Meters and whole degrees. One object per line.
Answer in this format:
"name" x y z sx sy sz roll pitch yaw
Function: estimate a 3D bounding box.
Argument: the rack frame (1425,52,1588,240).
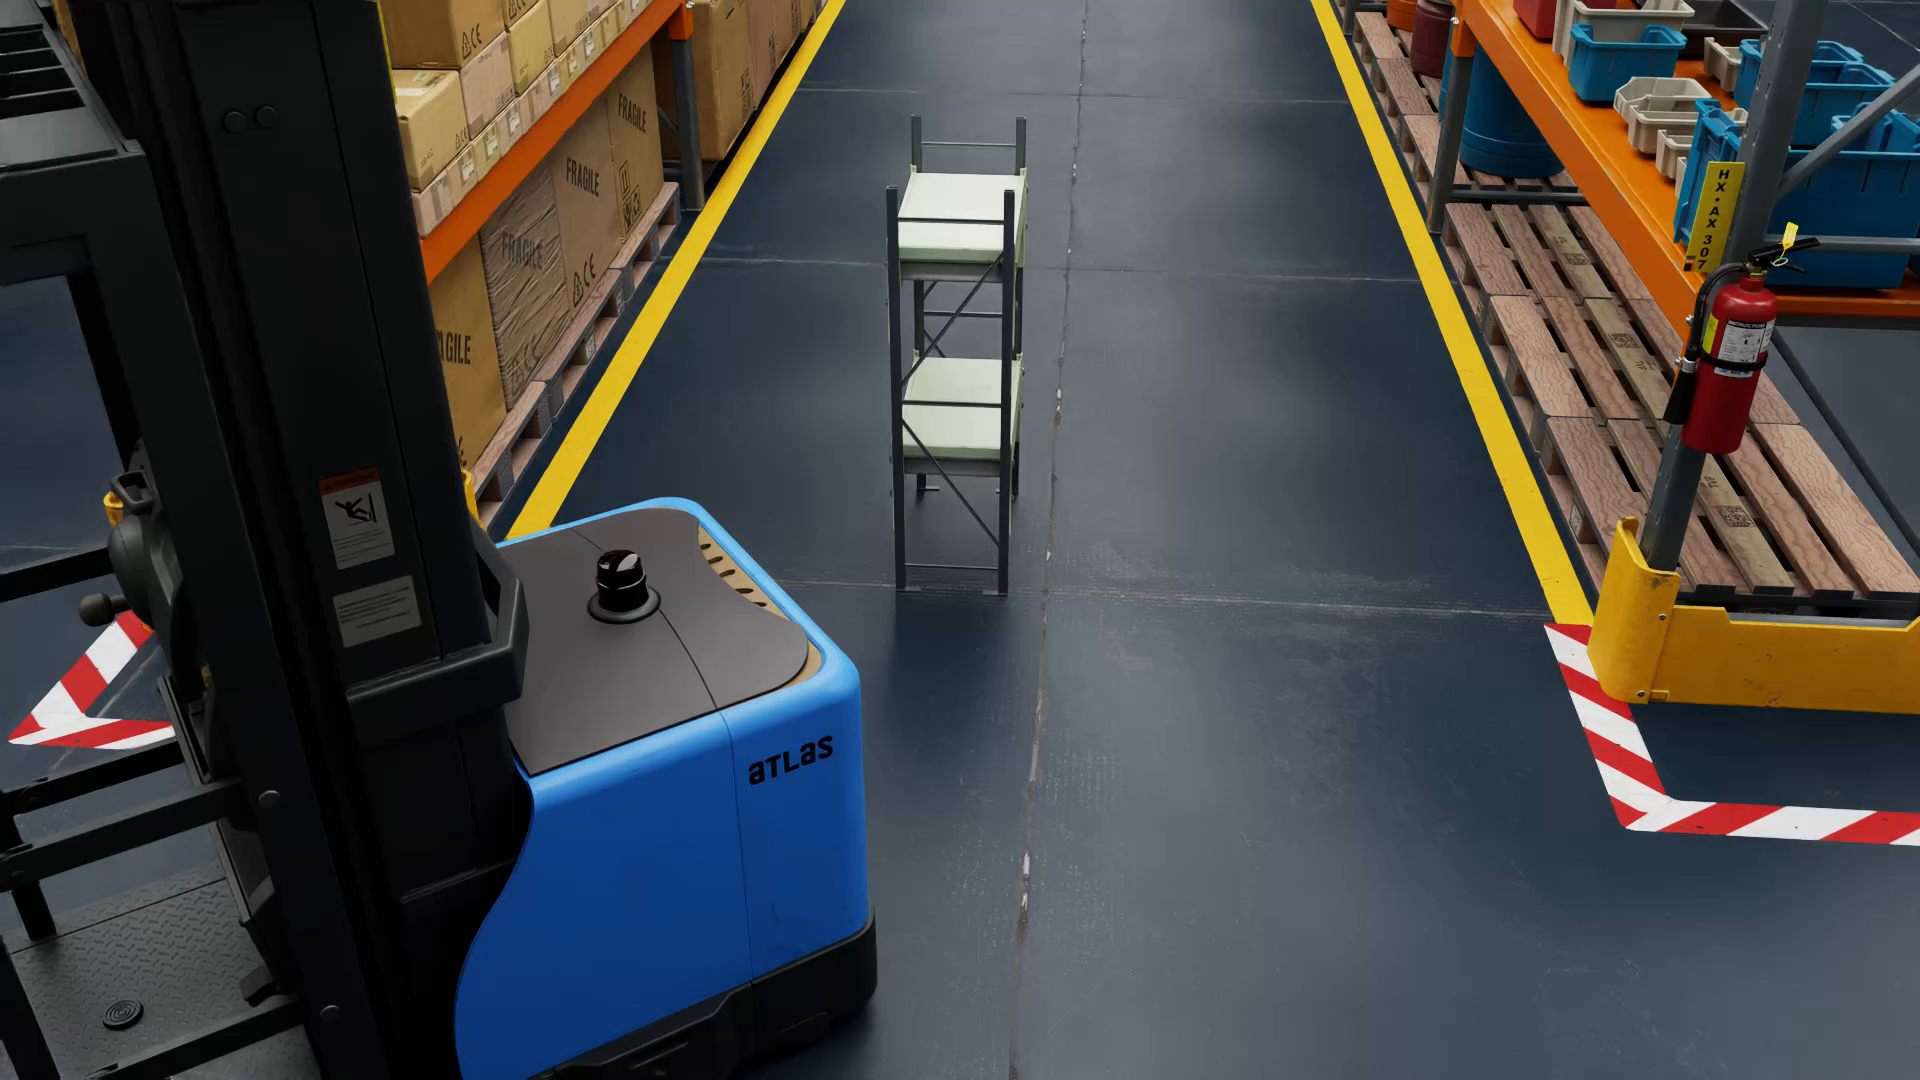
"rack frame" 3.013 -2.920 8.130 1.000 3.000 0.127 2 32 4

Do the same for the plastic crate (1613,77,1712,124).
"plastic crate" 2.615 -1.629 6.229 0.298 0.136 0.250 2 32 4

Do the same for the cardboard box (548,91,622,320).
"cardboard box" -2.130 -1.594 7.602 0.875 0.875 0.875 2 32 4

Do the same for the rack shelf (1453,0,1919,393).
"rack shelf" 2.850 -1.568 6.621 1.077 0.370 4.000 2 32 4

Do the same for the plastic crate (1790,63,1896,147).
"plastic crate" 3.143 -1.587 6.068 0.416 0.233 0.300 2 32 4

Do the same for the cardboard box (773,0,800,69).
"cardboard box" -1.755 -3.672 10.974 1.225 0.875 0.875 3 32 4

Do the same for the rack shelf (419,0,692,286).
"rack shelf" -2.086 -1.780 6.965 1.077 0.370 4.000 2 32 4

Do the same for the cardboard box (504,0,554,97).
"cardboard box" -1.861 -1.877 6.297 0.500 0.250 0.500 1 32 2

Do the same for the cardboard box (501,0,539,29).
"cardboard box" -1.864 -2.194 6.096 0.500 0.500 0.500 2 32 3

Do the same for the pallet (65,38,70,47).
"pallet" -6.700 -3.256 11.333 1.003 0.211 1.213 2 32 4

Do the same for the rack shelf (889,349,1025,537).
"rack shelf" 0.001 -0.364 6.033 0.431 0.370 0.720 2 32 4

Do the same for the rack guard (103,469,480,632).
"rack guard" -2.251 0.036 5.714 1.175 0.500 0.348 2 32 4

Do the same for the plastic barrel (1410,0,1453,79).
"plastic barrel" 3.224 -3.317 10.672 0.600 0.588 0.708 2 32 4

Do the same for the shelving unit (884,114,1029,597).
"shelving unit" 0.001 -0.642 5.862 0.431 1.500 0.755 2 32 4

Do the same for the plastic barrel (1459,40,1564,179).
"plastic barrel" 3.074 -2.490 9.031 0.600 0.901 0.708 2 32 4

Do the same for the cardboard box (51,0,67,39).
"cardboard box" -6.399 -3.699 11.376 0.500 0.500 0.500 1 32 2

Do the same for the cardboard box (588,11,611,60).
"cardboard box" -1.726 -2.180 7.167 0.380 0.149 0.250 2 32 3

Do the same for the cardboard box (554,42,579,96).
"cardboard box" -1.767 -1.909 6.729 0.380 0.149 0.250 2 32 3

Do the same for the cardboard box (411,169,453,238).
"cardboard box" -1.891 -1.105 5.423 0.380 0.149 0.250 3 32 5

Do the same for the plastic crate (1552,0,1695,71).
"plastic crate" 2.705 -2.105 6.862 0.437 0.282 0.530 2 32 4

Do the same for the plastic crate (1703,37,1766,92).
"plastic crate" 3.171 -1.910 6.685 0.293 0.136 0.466 2 32 4

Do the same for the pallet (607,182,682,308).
"pallet" -2.063 -1.551 8.565 1.003 0.211 1.213 2 32 4

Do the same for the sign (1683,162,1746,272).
"sign" 2.138 -0.913 4.717 0.100 0.325 0.005 2 32 4

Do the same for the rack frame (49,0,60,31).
"rack frame" -2.249 -1.040 5.079 1.000 3.000 0.127 2 32 4

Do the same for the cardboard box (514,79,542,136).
"cardboard box" -1.809 -1.642 6.295 0.380 0.149 0.250 2 32 3

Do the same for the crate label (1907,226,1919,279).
"crate label" 3.036 -0.898 4.951 0.416 0.233 0.303 2 32 4

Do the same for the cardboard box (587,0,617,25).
"cardboard box" -1.779 -2.415 7.169 0.500 0.250 0.500 3 32 5

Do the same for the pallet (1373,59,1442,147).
"pallet" 3.214 -2.775 10.551 1.003 0.211 1.213 2 32 4

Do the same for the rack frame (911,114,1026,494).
"rack frame" 0.030 -0.833 6.173 0.400 1.500 0.023 2 32 4

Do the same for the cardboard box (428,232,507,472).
"cardboard box" -2.277 -0.653 6.075 0.875 0.875 0.875 2 32 4

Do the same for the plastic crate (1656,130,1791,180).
"plastic crate" 2.611 -1.327 5.739 0.396 0.136 0.243 2 32 4

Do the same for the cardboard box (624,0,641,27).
"cardboard box" -1.684 -2.448 7.603 0.380 0.149 0.250 3 32 5

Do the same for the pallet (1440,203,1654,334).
"pallet" 2.992 -1.347 8.235 1.003 0.211 1.213 2 32 4

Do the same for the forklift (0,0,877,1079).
"forklift" -1.734 0.154 3.207 3.031 2.935 1.130 -18 36 -27

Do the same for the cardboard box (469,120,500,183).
"cardboard box" -1.851 -1.373 5.858 0.380 0.149 0.250 2 32 3

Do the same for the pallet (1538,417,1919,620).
"pallet" 2.793 -0.071 6.164 1.003 0.211 1.213 2 32 4

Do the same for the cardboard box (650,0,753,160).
"cardboard box" -1.891 -2.742 9.465 1.225 0.875 0.875 3 32 4

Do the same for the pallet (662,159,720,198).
"pallet" -1.936 -2.352 9.865 1.003 0.211 1.213 2 32 4

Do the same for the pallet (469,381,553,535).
"pallet" -2.262 -0.275 6.495 1.003 0.211 1.213 2 32 4

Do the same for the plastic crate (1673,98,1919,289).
"plastic crate" 2.529 -1.052 5.008 0.616 0.435 0.499 2 32 4

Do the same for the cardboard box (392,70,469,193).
"cardboard box" -1.941 -1.343 5.429 0.500 0.250 0.500 2 32 3

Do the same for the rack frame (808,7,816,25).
"rack frame" -1.598 -5.224 11.867 1.000 3.000 0.127 2 32 4
